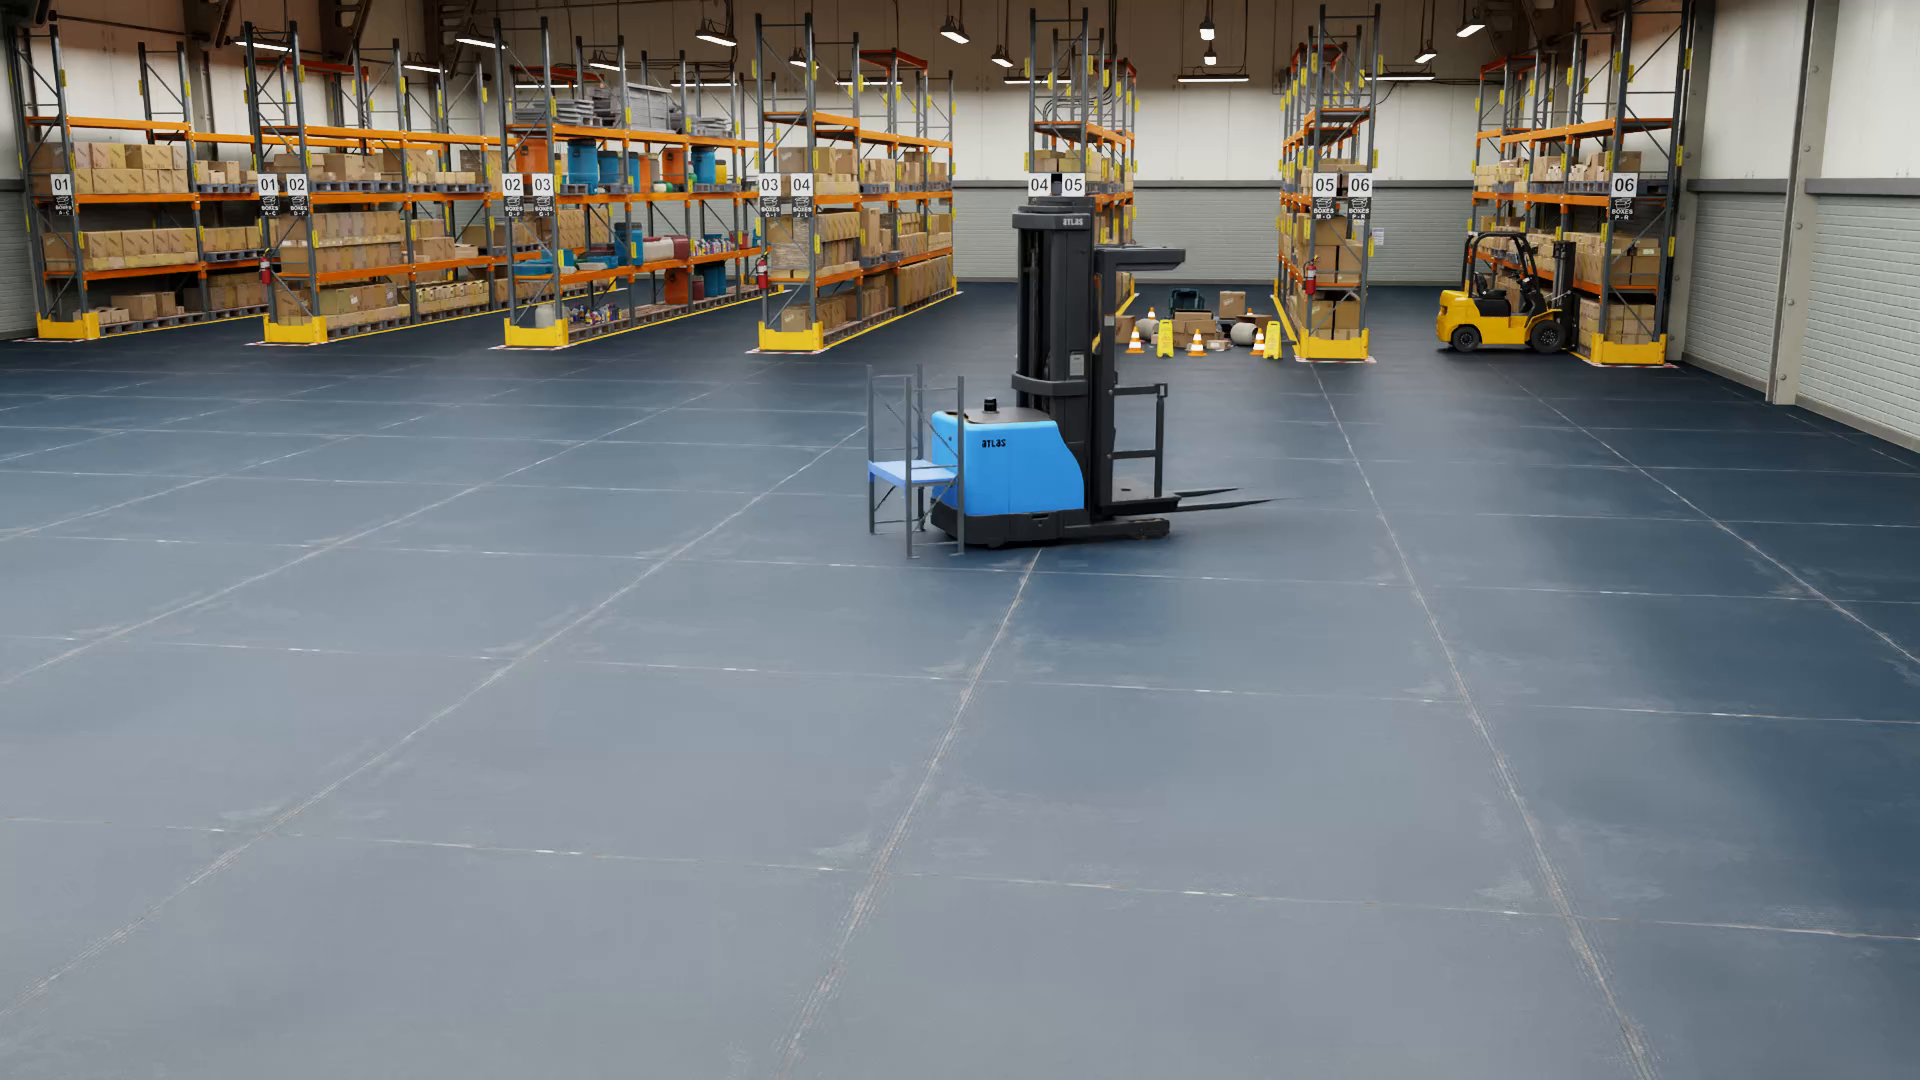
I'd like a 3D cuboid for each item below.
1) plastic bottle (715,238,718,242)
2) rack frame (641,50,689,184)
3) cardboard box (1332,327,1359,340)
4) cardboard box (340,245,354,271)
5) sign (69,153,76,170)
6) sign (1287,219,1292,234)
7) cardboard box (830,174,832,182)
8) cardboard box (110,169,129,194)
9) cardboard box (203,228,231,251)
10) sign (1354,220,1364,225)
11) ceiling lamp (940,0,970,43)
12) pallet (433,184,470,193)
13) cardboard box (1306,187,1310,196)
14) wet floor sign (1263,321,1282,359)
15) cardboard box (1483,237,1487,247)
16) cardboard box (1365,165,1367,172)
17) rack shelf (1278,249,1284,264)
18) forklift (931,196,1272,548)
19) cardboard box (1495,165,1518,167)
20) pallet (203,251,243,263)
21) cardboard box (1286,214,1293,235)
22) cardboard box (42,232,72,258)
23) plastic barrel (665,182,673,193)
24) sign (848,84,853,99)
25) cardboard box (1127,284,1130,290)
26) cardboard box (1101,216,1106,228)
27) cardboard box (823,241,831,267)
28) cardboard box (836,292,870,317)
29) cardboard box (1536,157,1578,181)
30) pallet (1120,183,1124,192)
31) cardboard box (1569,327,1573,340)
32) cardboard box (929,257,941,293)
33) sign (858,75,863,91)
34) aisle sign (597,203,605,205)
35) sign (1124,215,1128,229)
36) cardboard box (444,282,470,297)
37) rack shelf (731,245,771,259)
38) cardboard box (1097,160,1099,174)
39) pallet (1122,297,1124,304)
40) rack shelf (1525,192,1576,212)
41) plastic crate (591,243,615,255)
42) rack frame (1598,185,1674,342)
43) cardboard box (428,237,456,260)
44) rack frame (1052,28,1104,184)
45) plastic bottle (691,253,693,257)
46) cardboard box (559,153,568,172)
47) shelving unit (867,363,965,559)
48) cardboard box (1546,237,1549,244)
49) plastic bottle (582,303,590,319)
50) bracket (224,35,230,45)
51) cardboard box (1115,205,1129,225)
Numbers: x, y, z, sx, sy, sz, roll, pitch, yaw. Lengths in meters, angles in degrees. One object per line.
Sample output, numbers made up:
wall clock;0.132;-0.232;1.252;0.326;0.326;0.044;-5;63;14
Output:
plastic bottle;-6.173;-7.460;42.106;0.144;0.351;0.185;2;12;9
rack frame;-6.827;-9.781;38.521;1.000;3.000;0.127;2;12;9
cardboard box;7.026;-3.722;30.174;0.500;0.250;0.500;2;12;8
cardboard box;-12.709;-5.703;33.599;0.700;0.500;0.500;2;12;9
sign;-17.311;-7.380;32.425;0.100;0.325;0.005;2;12;9
sign;7.310;-6.950;36.876;0.100;0.325;0.005;2;12;9
cardboard box;-2.659;-6.930;31.821;0.380;0.149;0.250;1;12;6
cardboard box;-17.355;-7.310;33.887;0.500;0.500;0.500;2;12;11
cardboard box;-17.027;-6.822;37.747;0.700;0.500;0.500;3;13;14
sign;11.964;-9.557;49.760;0.339;0.242;0.001;2;12;9
ceiling lamp;0.154;-11.524;32.753;0.800;3.185;2.000;2;12;9
pallet;-11.906;-8.007;37.855;1.003;0.211;1.213;2;12;11
cardboard box;6.599;-6.450;30.778;0.380;0.149;0.250;2;12;8
wet floor sign;5.542;-3.546;29.416;0.267;0.644;0.232;7;14;28
cardboard box;13.369;-7.434;41.518;0.500;0.250;0.500;2;12;8
cardboard box;7.119;-6.655;29.839;0.380;0.149;0.250;2;12;8
rack shelf;8.782;-7.264;42.789;1.077;0.370;4.000;2;12;9
forklift;1.310;-1.535;14.659;3.031;2.935;1.130;-4;13;-20
cardboard box;13.219;-8.935;40.179;0.500;0.250;0.500;2;12;9
pallet;-16.970;-6.398;37.515;1.003;0.211;1.213;2;12;9
cardboard box;7.992;-7.444;39.304;0.500;0.500;0.500;2;12;7
cardboard box;-17.984;-5.912;33.337;0.500;0.500;0.500;2;12;8
plastic barrel;-6.815;-8.186;38.607;0.294;0.245;0.294;0;12;0
sign;-2.482;-10.172;37.741;0.100;0.325;0.005;2;12;9
cardboard box;4.368;-6.810;44.745;0.380;0.149;0.250;2;12;10
cardboard box;2.873;-6.951;37.017;0.700;0.500;0.500;2;12;8
cardboard box;-2.974;-5.541;32.143;0.875;0.500;0.500;2;12;9
cardboard box;-2.341;-5.074;35.809;0.700;0.500;0.500;2;12;8
cardboard box;12.433;-7.725;34.629;0.700;0.500;0.500;2;12;8
pallet;3.367;-8.589;40.552;1.213;0.211;1.003;2;12;9
cardboard box;11.523;-3.827;30.661;0.500;0.250;0.500;2;12;10
cardboard box;-0.999;-7.010;43.946;0.875;0.875;0.875;2;12;9
sign;-2.015;-9.262;33.706;0.100;0.325;0.005;2;12;9
aisle sign;-10.178;-9.950;47.374;0.394;0.787;0.004;2;12;9
sign;4.116;-7.888;41.226;0.100;0.325;0.005;2;12;9
cardboard box;-11.712;-5.815;38.554;0.500;0.311;0.500;2;12;8
rack shelf;-5.905;-7.746;45.024;1.077;0.370;4.000;2;12;9
cardboard box;2.437;-7.250;32.312;0.500;0.250;0.500;2;12;8
pallet;3.636;-6.117;42.376;1.003;0.211;1.213;2;12;9
rack shelf;12.456;-6.905;34.003;1.077;0.370;4.000;2;12;9
plastic crate;-7.670;-6.158;35.796;0.402;0.464;0.583;2;12;9
rack frame;11.534;-4.542;28.448;1.000;3.000;0.127;2;12;9
cardboard box;-11.963;-6.709;38.267;0.500;0.500;0.500;1;12;6
rack frame;2.337;-8.607;33.069;1.000;3.000;0.127;2;12;9
plastic bottle;-6.441;-6.868;39.535;0.152;0.276;0.135;2;12;9
cardboard box;-10.852;-10.049;44.270;0.700;0.500;0.500;2;12;9
shelving unit;-0.387;-0.697;14.166;0.538;1.500;1.048;-5;13;-20
cardboard box;12.149;-6.086;33.835;0.380;0.149;0.250;2;12;9
plastic bottle;-7.834;-4.777;34.783;0.144;0.351;0.185;2;12;9
bracket;-17.257;-11.694;38.853;0.235;0.232;0.430;2;12;9
cardboard box;4.131;-8.427;43.161;0.500;0.500;0.500;1;12;7
